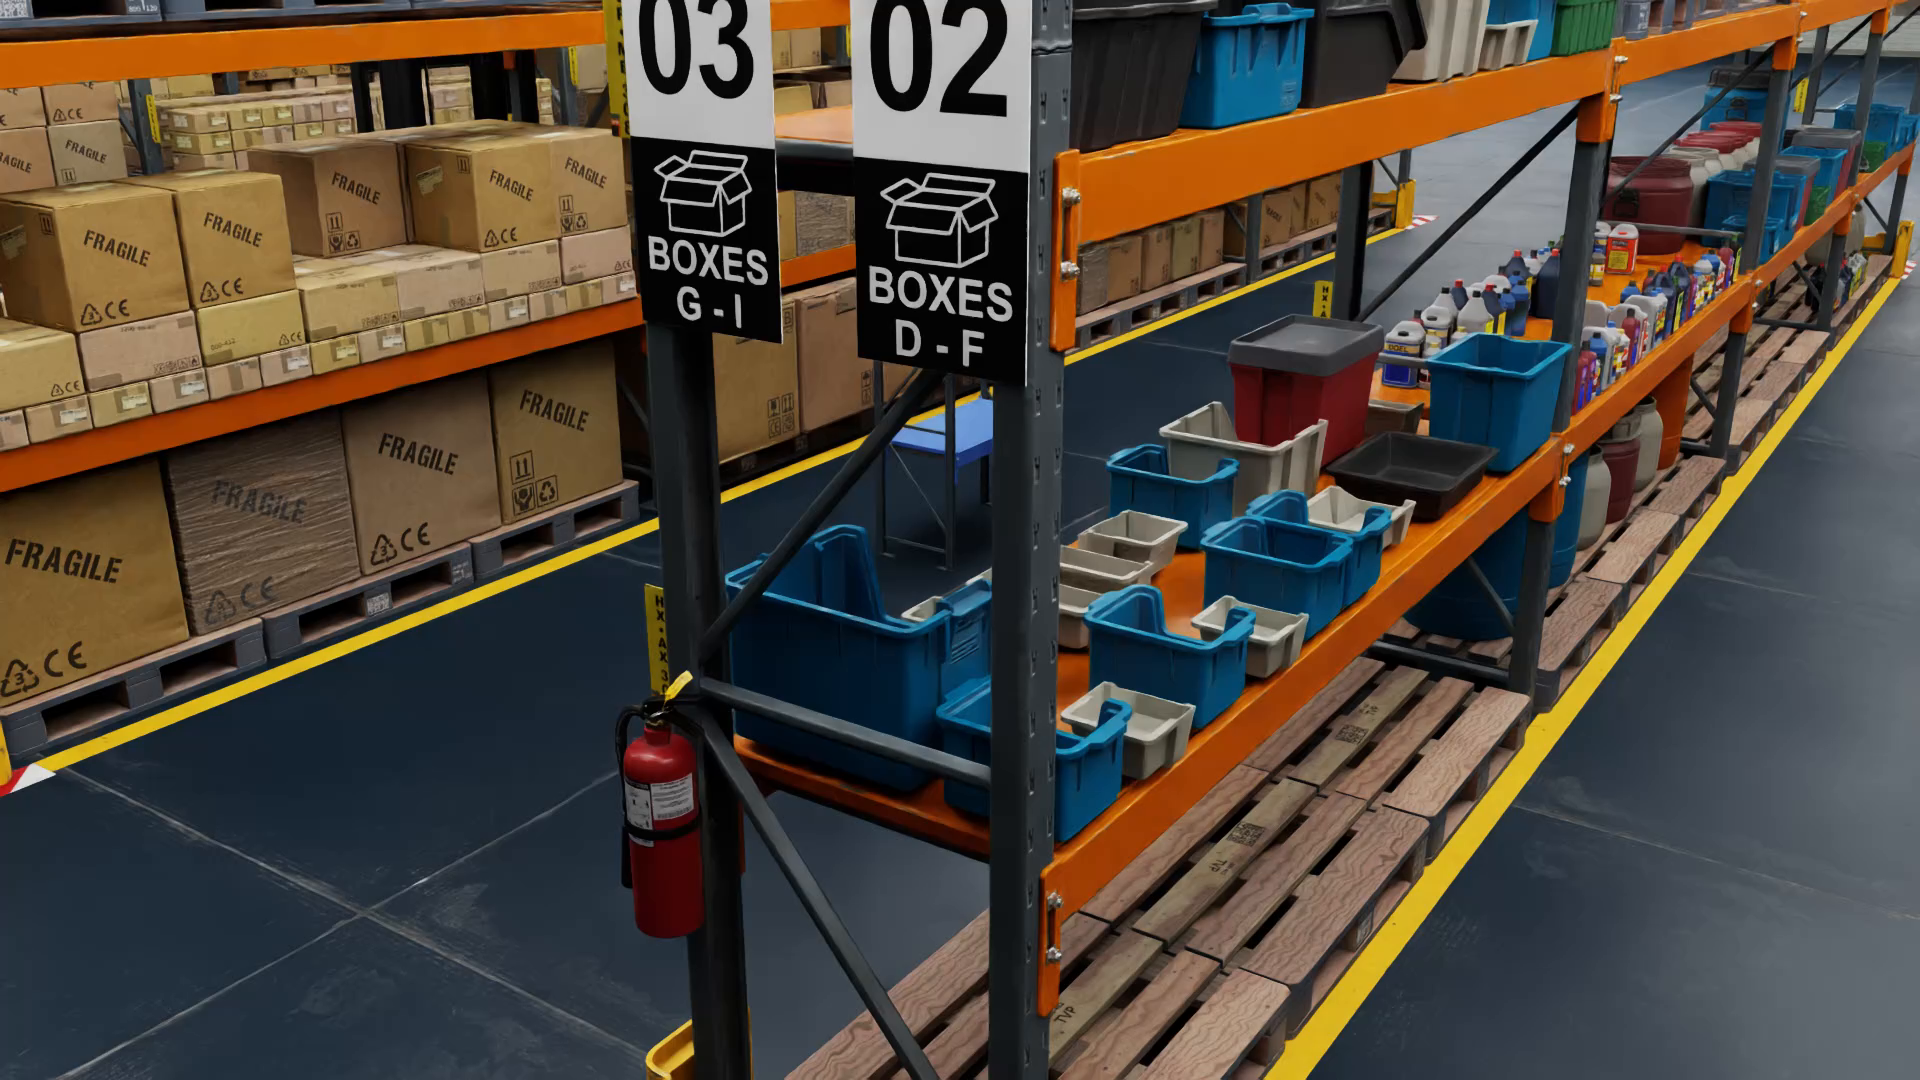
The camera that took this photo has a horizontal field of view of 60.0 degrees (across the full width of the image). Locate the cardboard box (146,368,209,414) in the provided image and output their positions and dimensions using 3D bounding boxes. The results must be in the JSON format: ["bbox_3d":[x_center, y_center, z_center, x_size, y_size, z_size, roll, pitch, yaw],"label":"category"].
[{"bbox_3d":[-3.436,-0.663,7.095,0.380,0.149,0.250,13,24,31],"label":"cardboard box"}]

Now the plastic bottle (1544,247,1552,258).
[{"bbox_3d":[3.189,-1.463,9.083,0.097,0.271,0.097,0,20,0],"label":"plastic bottle"}]

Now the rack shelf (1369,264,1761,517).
[{"bbox_3d":[3.128,-0.939,8.516,1.077,0.370,4.000,13,24,32],"label":"rack shelf"}]

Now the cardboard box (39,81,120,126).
[{"bbox_3d":[-6.178,-3.132,11.395,0.500,0.500,0.500,12,24,30],"label":"cardboard box"}]

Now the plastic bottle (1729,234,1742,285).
[{"bbox_3d":[4.378,-1.596,9.424,0.061,0.283,0.133,13,24,32],"label":"plastic bottle"}]

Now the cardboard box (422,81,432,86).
[{"bbox_3d":[-4.749,-3.853,14.256,0.380,0.149,0.250,12,24,30],"label":"cardboard box"}]

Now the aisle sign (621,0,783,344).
[{"bbox_3d":[-0.528,-0.810,3.385,0.394,0.787,0.004,13,24,32],"label":"aisle sign"}]

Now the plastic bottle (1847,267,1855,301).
[{"bbox_3d":[7.531,-2.174,14.100,0.061,0.283,0.133,15,25,34],"label":"plastic bottle"}]

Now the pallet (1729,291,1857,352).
[{"bbox_3d":[6.913,-1.874,14.028,1.003,0.211,1.213,13,24,32],"label":"pallet"}]

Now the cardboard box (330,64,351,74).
[{"bbox_3d":[-7.015,-5.520,18.687,0.500,0.500,0.500,14,24,33],"label":"cardboard box"}]

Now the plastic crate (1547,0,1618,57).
[{"bbox_3d":[2.016,-1.829,5.868,0.450,0.188,0.662,13,24,32],"label":"plastic crate"}]

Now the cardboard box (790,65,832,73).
[{"bbox_3d":[-1.713,-4.805,17.787,0.500,0.500,0.500,13,24,32],"label":"cardboard box"}]

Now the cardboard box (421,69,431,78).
[{"bbox_3d":[-6.438,-5.484,19.524,0.380,0.149,0.250,13,24,32],"label":"cardboard box"}]

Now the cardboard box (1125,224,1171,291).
[{"bbox_3d":[1.444,-2.532,14.755,0.700,0.500,0.500,11,23,27],"label":"cardboard box"}]

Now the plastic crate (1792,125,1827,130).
[{"bbox_3d":[7.980,-3.828,15.669,0.298,0.136,0.250,13,24,32],"label":"plastic crate"}]

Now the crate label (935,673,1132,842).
[{"bbox_3d":[0.166,0.489,3.774,0.416,0.233,0.303,13,24,32],"label":"crate label"}]

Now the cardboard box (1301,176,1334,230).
[{"bbox_3d":[3.613,-3.606,17.687,0.500,0.500,0.500,16,26,37],"label":"cardboard box"}]

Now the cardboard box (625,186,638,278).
[{"bbox_3d":[-1.627,-1.798,9.659,0.500,0.500,0.500,13,24,32],"label":"cardboard box"}]

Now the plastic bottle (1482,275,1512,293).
[{"bbox_3d":[2.653,-1.175,8.296,0.152,0.276,0.135,13,24,32],"label":"plastic bottle"}]

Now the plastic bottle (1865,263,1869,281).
[{"bbox_3d":[8.080,-2.427,14.901,0.097,0.201,0.097,0,20,0],"label":"plastic bottle"}]

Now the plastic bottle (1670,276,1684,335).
[{"bbox_3d":[3.556,-1.177,8.291,0.061,0.283,0.133,13,24,32],"label":"plastic bottle"}]

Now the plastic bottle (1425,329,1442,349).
[{"bbox_3d":[2.126,-0.850,7.526,0.097,0.201,0.097,0,20,0],"label":"plastic bottle"}]

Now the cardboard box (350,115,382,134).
[{"bbox_3d":[-4.802,-3.284,13.147,0.380,0.149,0.250,13,24,31],"label":"cardboard box"}]

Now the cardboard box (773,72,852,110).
[{"bbox_3d":[-1.009,-2.747,10.776,0.797,0.503,0.637,14,25,34],"label":"cardboard box"}]

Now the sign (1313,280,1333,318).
[{"bbox_3d":[1.550,-0.940,7.083,0.100,0.325,0.005,13,24,32],"label":"sign"}]

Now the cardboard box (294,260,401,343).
[{"bbox_3d":[-2.987,-1.119,7.755,0.500,0.250,0.500,13,24,31],"label":"cardboard box"}]

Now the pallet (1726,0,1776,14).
[{"bbox_3d":[3.741,-2.968,8.913,1.003,0.211,1.213,13,24,32],"label":"pallet"}]

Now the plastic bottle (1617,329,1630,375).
[{"bbox_3d":[2.982,-0.856,7.543,0.097,0.201,0.097,0,20,0],"label":"plastic bottle"}]

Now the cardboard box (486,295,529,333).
[{"bbox_3d":[-2.427,-1.178,8.487,0.380,0.149,0.250,14,24,33],"label":"cardboard box"}]

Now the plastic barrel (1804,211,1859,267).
[{"bbox_3d":[8.161,-2.828,15.567,0.421,0.512,0.421,0,20,0],"label":"plastic barrel"}]

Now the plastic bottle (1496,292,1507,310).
[{"bbox_3d":[2.560,-1.049,7.962,0.097,0.271,0.097,0,20,0],"label":"plastic bottle"}]

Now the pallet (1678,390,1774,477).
[{"bbox_3d":[4.720,-0.757,11.007,1.003,0.211,1.213,13,24,32],"label":"pallet"}]

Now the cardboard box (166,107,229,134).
[{"bbox_3d":[-5.536,-3.046,12.075,0.380,0.149,0.250,15,25,35],"label":"cardboard box"}]

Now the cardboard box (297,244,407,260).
[{"bbox_3d":[-3.143,-1.362,8.411,0.500,0.250,0.500,14,24,33],"label":"cardboard box"}]

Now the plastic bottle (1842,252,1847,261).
[{"bbox_3d":[7.827,-2.419,14.762,0.061,0.283,0.133,13,24,32],"label":"plastic bottle"}]

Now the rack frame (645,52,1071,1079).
[{"bbox_3d":[-0.245,0.445,3.737,1.000,3.000,0.127,13,24,32],"label":"rack frame"}]

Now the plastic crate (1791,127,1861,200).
[{"bbox_3d":[6.482,-2.829,12.497,0.402,0.464,0.583,13,24,32],"label":"plastic crate"}]

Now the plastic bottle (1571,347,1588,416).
[{"bbox_3d":[2.563,-0.670,6.920,0.061,0.283,0.133,13,24,32],"label":"plastic bottle"}]

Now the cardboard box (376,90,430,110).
[{"bbox_3d":[-4.514,-3.570,13.491,0.380,0.149,0.250,15,25,34],"label":"cardboard box"}]

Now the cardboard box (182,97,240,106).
[{"bbox_3d":[-5.776,-3.327,12.835,0.380,0.149,0.250,12,24,30],"label":"cardboard box"}]

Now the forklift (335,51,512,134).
[{"bbox_3d":[-3.901,-2.573,11.996,3.031,2.935,1.130,17,26,38],"label":"forklift"}]

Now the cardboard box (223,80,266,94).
[{"bbox_3d":[-7.703,-4.885,17.904,0.380,0.149,0.250,12,23,29],"label":"cardboard box"}]

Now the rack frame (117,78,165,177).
[{"bbox_3d":[-6.138,-2.665,12.145,1.000,3.000,0.127,13,24,32],"label":"rack frame"}]

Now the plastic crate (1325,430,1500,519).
[{"bbox_3d":[1.597,-0.228,5.867,0.437,0.125,0.590,13,24,32],"label":"plastic crate"}]

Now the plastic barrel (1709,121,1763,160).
[{"bbox_3d":[5.782,-2.830,12.395,0.433,0.535,0.433,0,20,0],"label":"plastic barrel"}]

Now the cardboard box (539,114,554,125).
[{"bbox_3d":[-3.786,-3.660,14.593,0.380,0.149,0.250,14,24,33],"label":"cardboard box"}]

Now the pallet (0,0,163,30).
[{"bbox_3d":[-3.933,-2.101,6.424,1.003,0.211,1.213,13,24,32],"label":"pallet"}]

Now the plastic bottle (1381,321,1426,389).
[{"bbox_3d":[1.958,-0.820,7.338,0.152,0.276,0.135,13,24,32],"label":"plastic bottle"}]

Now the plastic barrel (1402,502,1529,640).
[{"bbox_3d":[2.324,-0.068,7.544,0.600,0.901,0.708,13,24,32],"label":"plastic barrel"}]

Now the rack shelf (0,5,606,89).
[{"bbox_3d":[-3.217,-2.164,7.504,1.077,0.370,4.000,13,24,32],"label":"rack shelf"}]

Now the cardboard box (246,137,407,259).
[{"bbox_3d":[-3.145,-1.712,8.275,0.500,0.500,0.500,12,24,30],"label":"cardboard box"}]

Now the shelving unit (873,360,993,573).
[{"bbox_3d":[0.048,-0.728,9.071,0.538,1.500,1.048,13,24,32],"label":"shelving unit"}]
